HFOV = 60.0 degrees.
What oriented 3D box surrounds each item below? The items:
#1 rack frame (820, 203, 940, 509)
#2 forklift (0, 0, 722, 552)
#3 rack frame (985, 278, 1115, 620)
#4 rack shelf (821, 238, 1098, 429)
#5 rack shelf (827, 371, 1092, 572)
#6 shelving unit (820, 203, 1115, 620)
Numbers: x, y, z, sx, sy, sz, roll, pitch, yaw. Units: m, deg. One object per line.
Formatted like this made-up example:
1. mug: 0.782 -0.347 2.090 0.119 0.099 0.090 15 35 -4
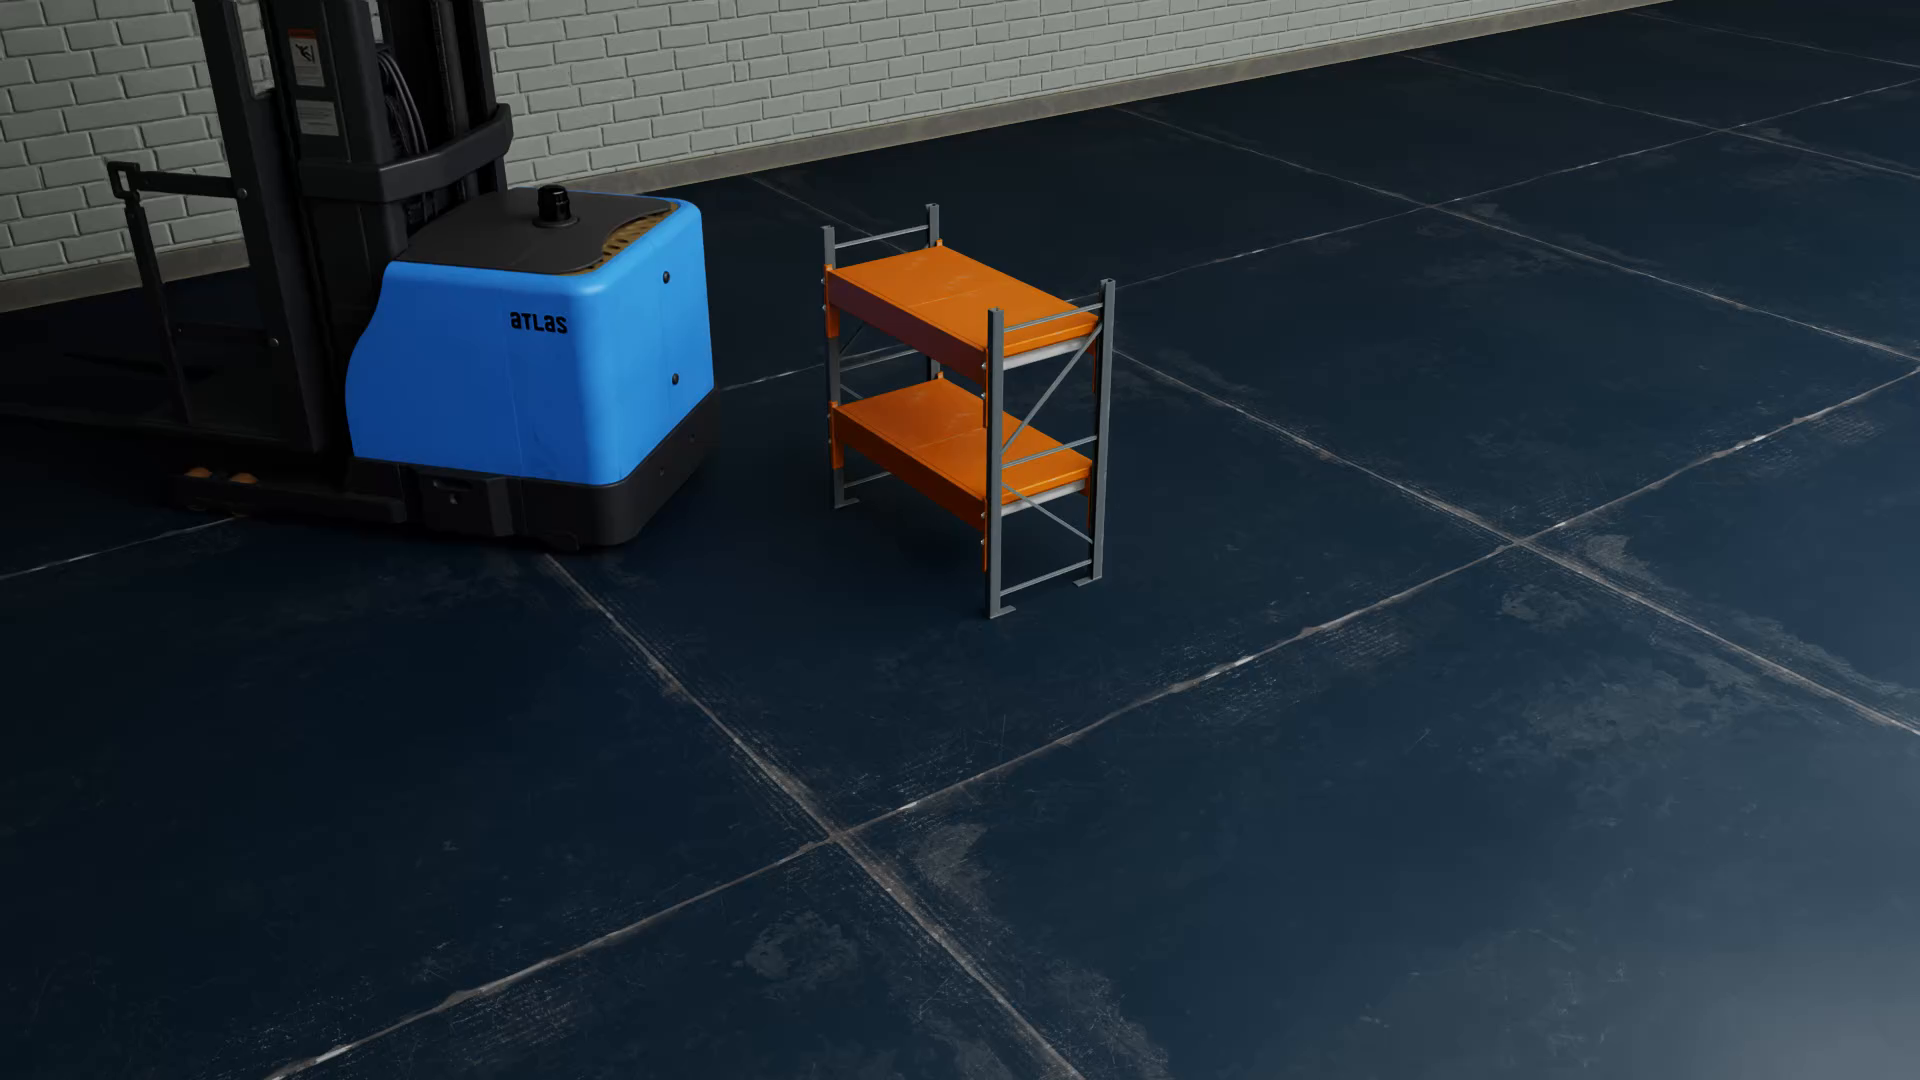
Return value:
1. rack frame: -0.291 -0.689 6.341 0.500 1.125 0.032 -19 34 -31
2. forklift: -2.558 -1.613 6.148 3.031 2.935 1.130 7 29 13
3. rack frame: 0.299 -0.294 5.613 0.500 1.125 0.032 -19 34 -31
4. rack shelf: 0.004 -0.749 5.837 0.538 0.278 1.000 -19 34 -31
5. rack shelf: 0.004 -0.277 6.093 0.538 0.278 1.000 -19 34 -31
6. shelving unit: 0.004 -0.492 5.977 0.538 1.125 1.048 -19 34 -31
